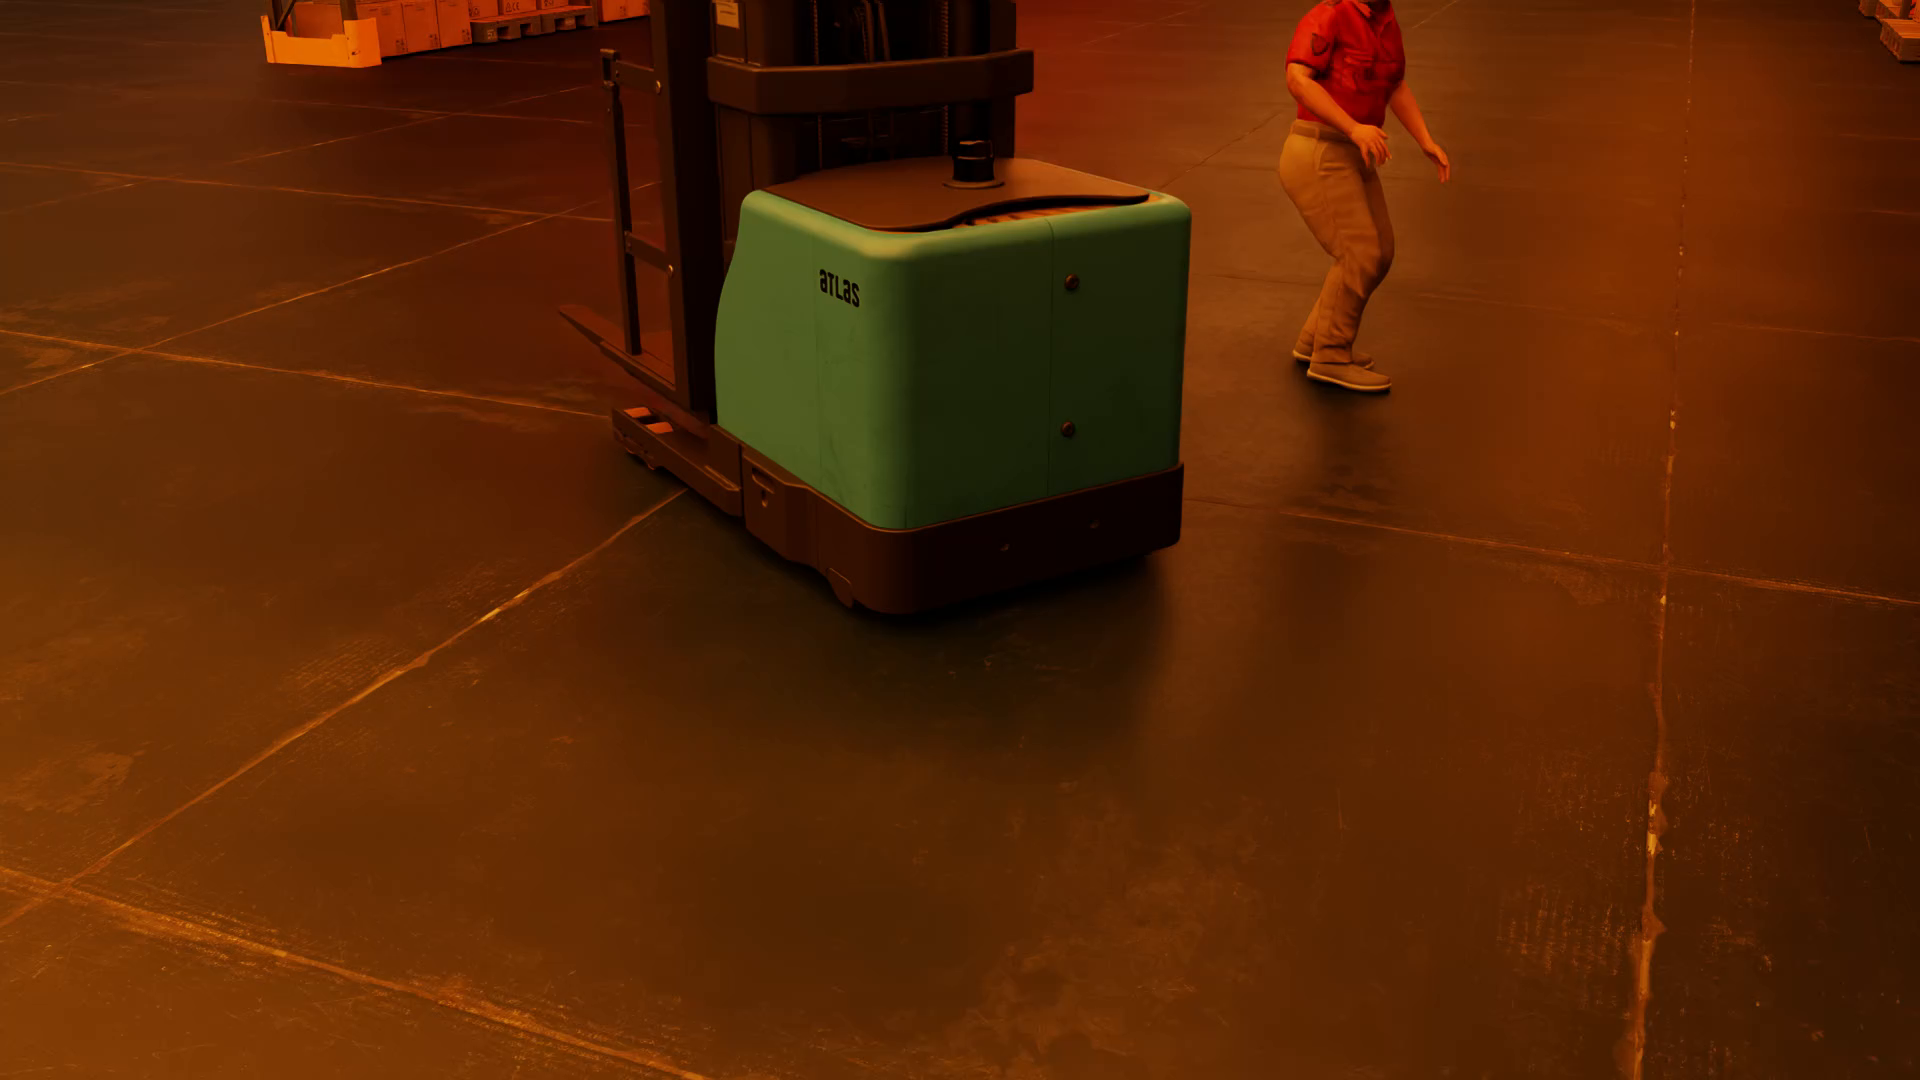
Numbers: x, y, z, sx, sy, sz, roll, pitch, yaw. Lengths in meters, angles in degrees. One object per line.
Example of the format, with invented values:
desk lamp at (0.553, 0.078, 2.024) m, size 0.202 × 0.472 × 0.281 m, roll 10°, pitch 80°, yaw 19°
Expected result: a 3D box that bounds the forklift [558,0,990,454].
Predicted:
forklift at (-0.600, -1.666, 5.362) m, size 1.101 × 2.867 × 2.884 m, roll -14°, pitch 26°, yaw -29°
